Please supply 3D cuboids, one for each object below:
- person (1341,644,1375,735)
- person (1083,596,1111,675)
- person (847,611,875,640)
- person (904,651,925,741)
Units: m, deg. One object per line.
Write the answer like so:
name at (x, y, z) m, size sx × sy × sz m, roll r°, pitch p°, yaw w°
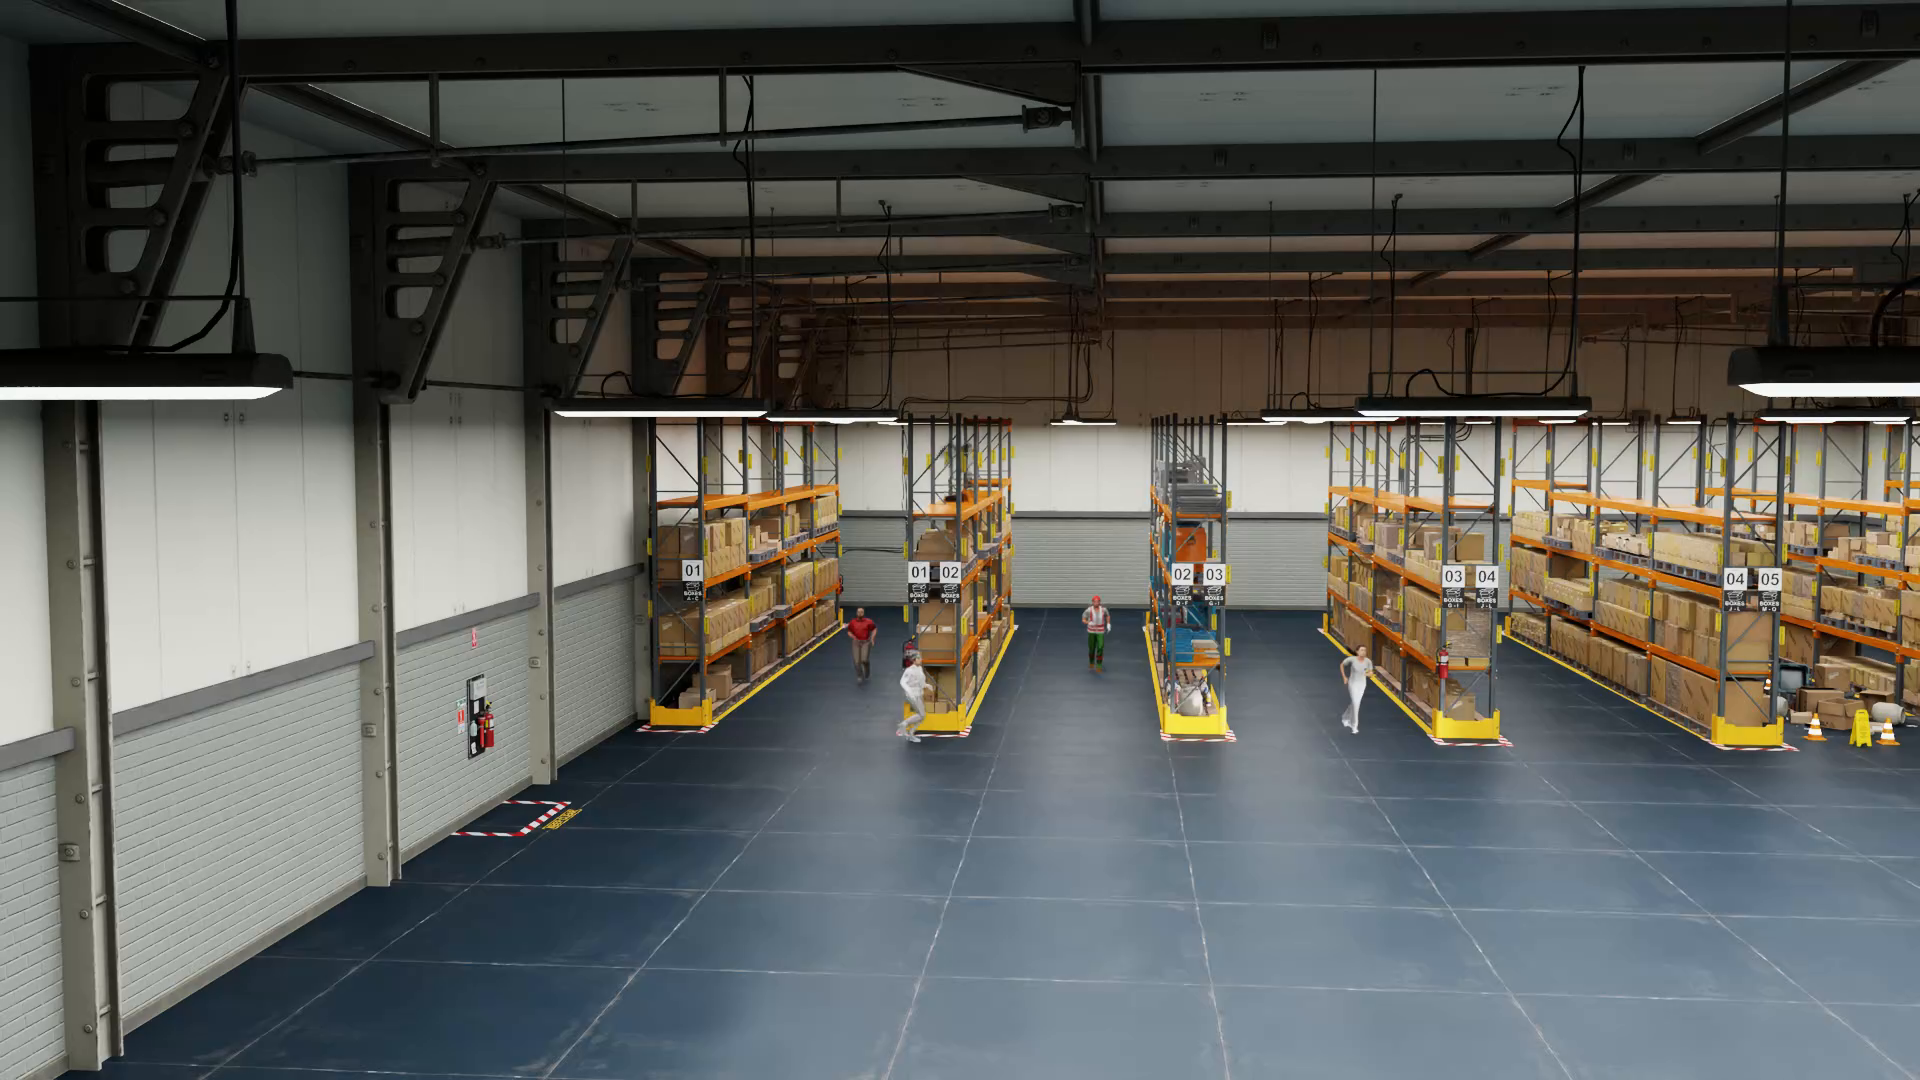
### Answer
person at (7.508, 2.808, 31.387) m, size 0.570 × 1.727 × 0.815 m, roll -1°, pitch 4°, yaw -11°
person at (3.201, 2.205, 38.961) m, size 0.660 × 1.820 × 0.871 m, roll 0°, pitch 4°, yaw -3°
person at (-2.231, 1.923, 37.399) m, size 0.629 × 0.679 × 0.422 m, roll 0°, pitch 4°, yaw 5°
person at (-0.812, 2.845, 30.381) m, size 0.356 × 1.666 × 0.346 m, roll 2°, pitch 4°, yaw 23°
